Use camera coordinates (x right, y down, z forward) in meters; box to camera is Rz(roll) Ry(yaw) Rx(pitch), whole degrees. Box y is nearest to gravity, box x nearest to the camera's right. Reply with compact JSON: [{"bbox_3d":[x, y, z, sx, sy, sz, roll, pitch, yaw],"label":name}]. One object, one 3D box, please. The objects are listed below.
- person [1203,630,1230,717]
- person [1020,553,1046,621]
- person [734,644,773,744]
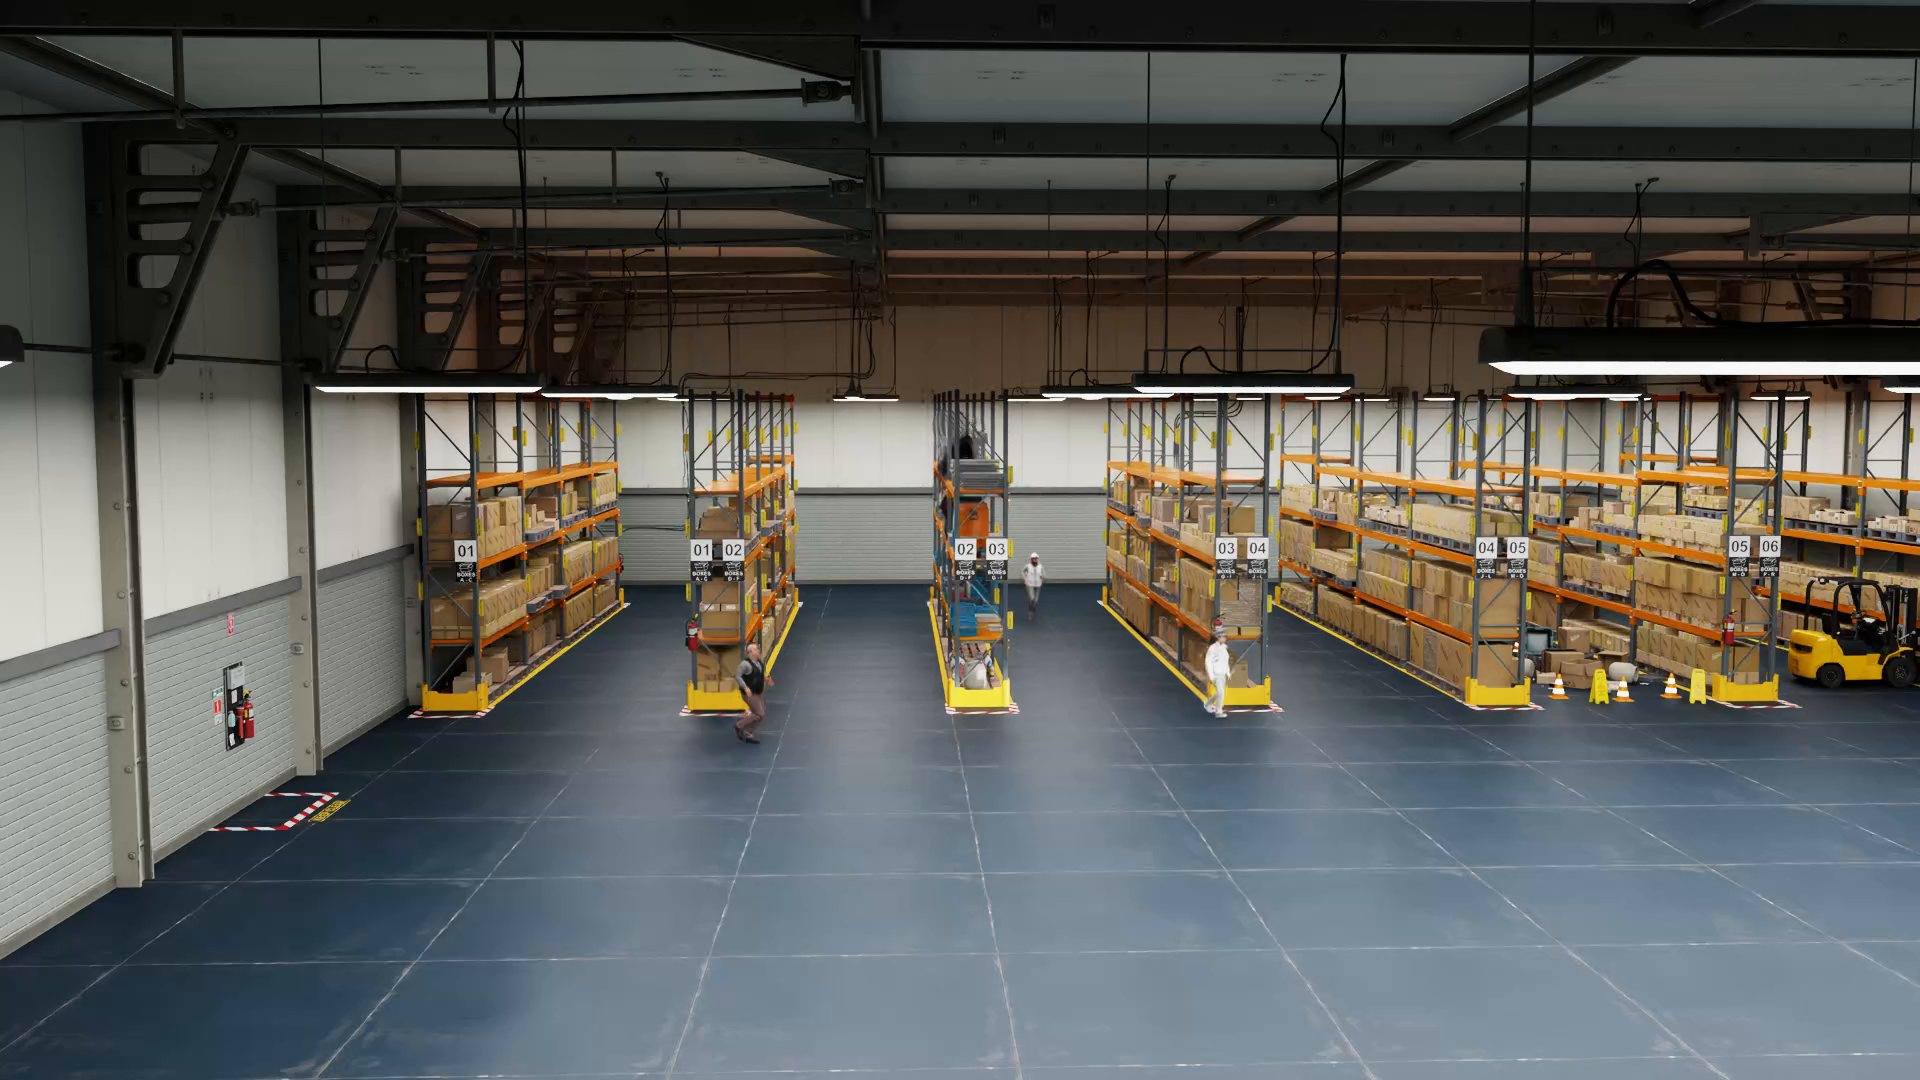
[{"bbox_3d":[4.677,2.438,30.512,0.644,1.615,0.712,-4,6,-40],"label":"person"},{"bbox_3d":[1.965,1.247,44.206,0.635,1.818,0.756,-1,5,-15],"label":"person"},{"bbox_3d":[-3.468,2.595,28.085,0.607,1.693,0.651,2,5,22],"label":"person"}]
